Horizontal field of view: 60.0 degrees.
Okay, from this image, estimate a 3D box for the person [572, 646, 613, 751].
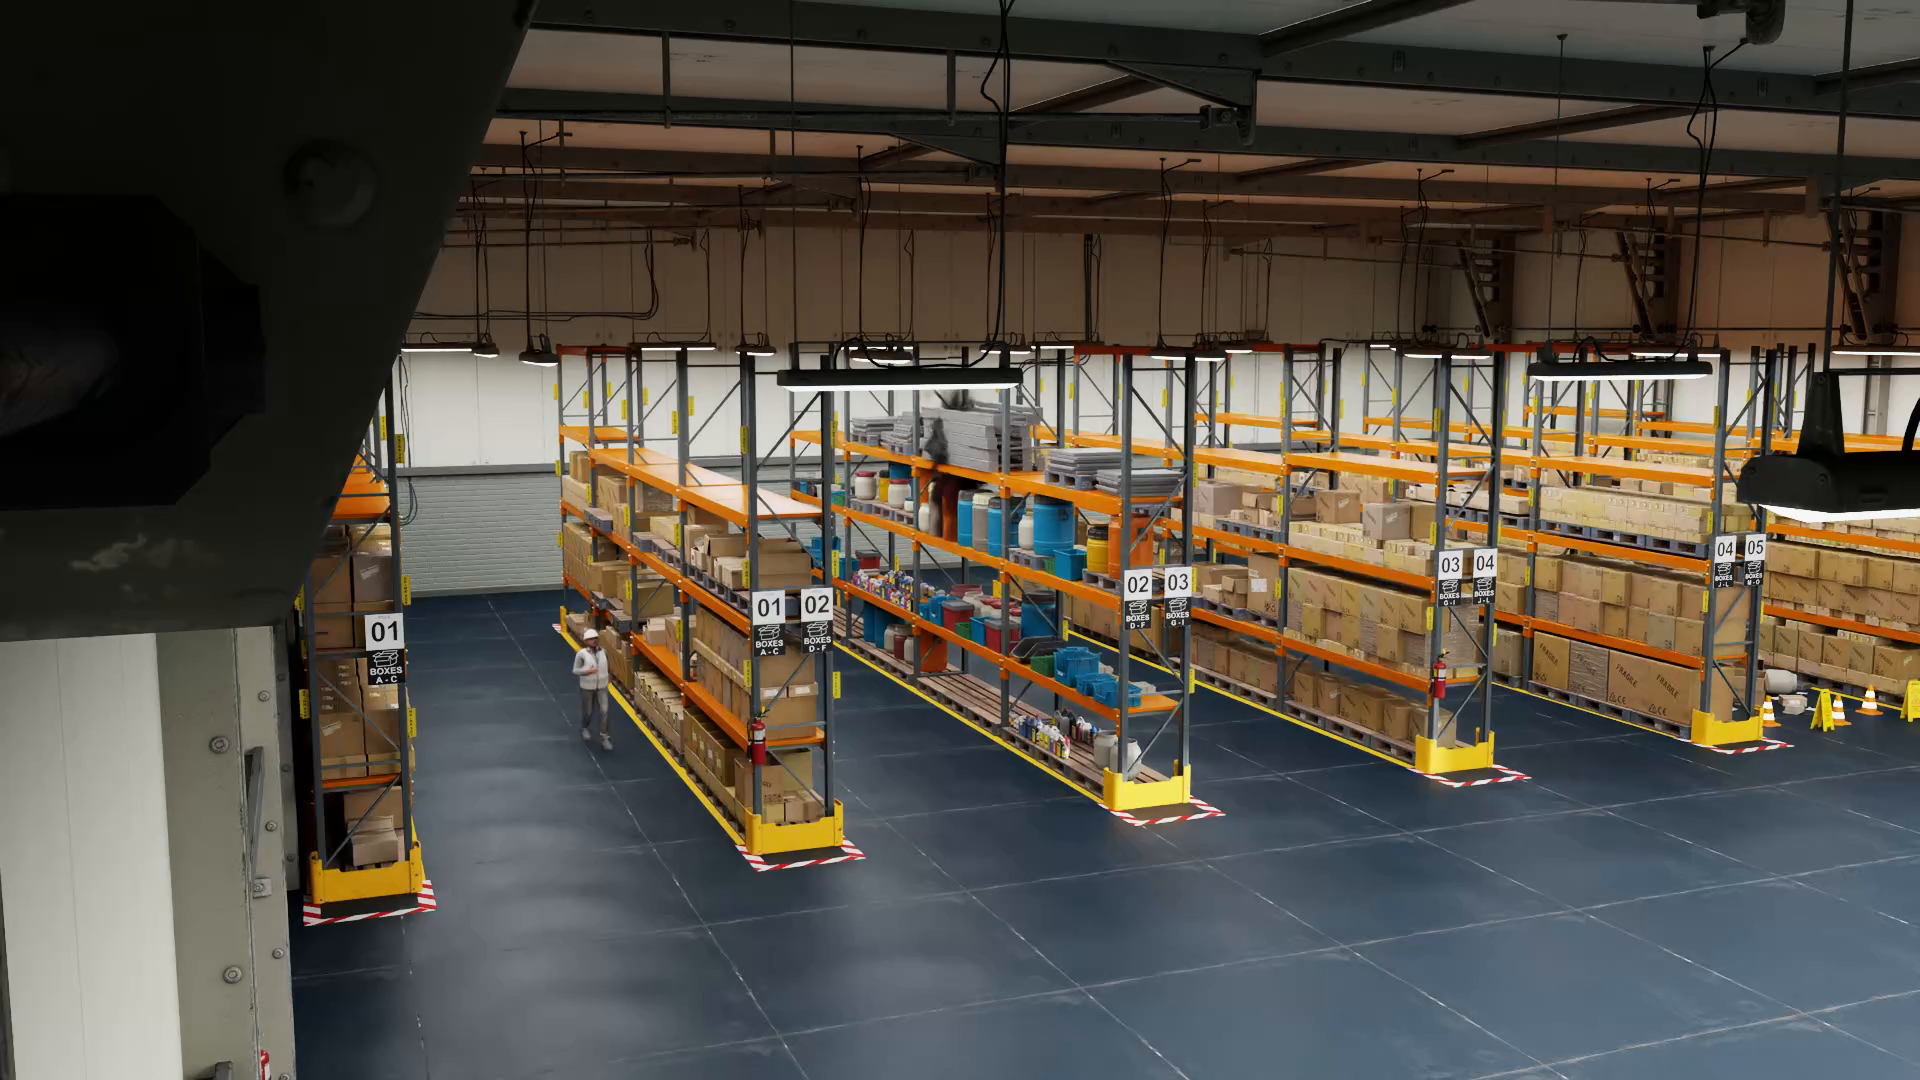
[{"bbox_3d":[-5.550,2.362,25.208,0.652,1.541,0.902,-4,8,-31],"label":"person"}]
